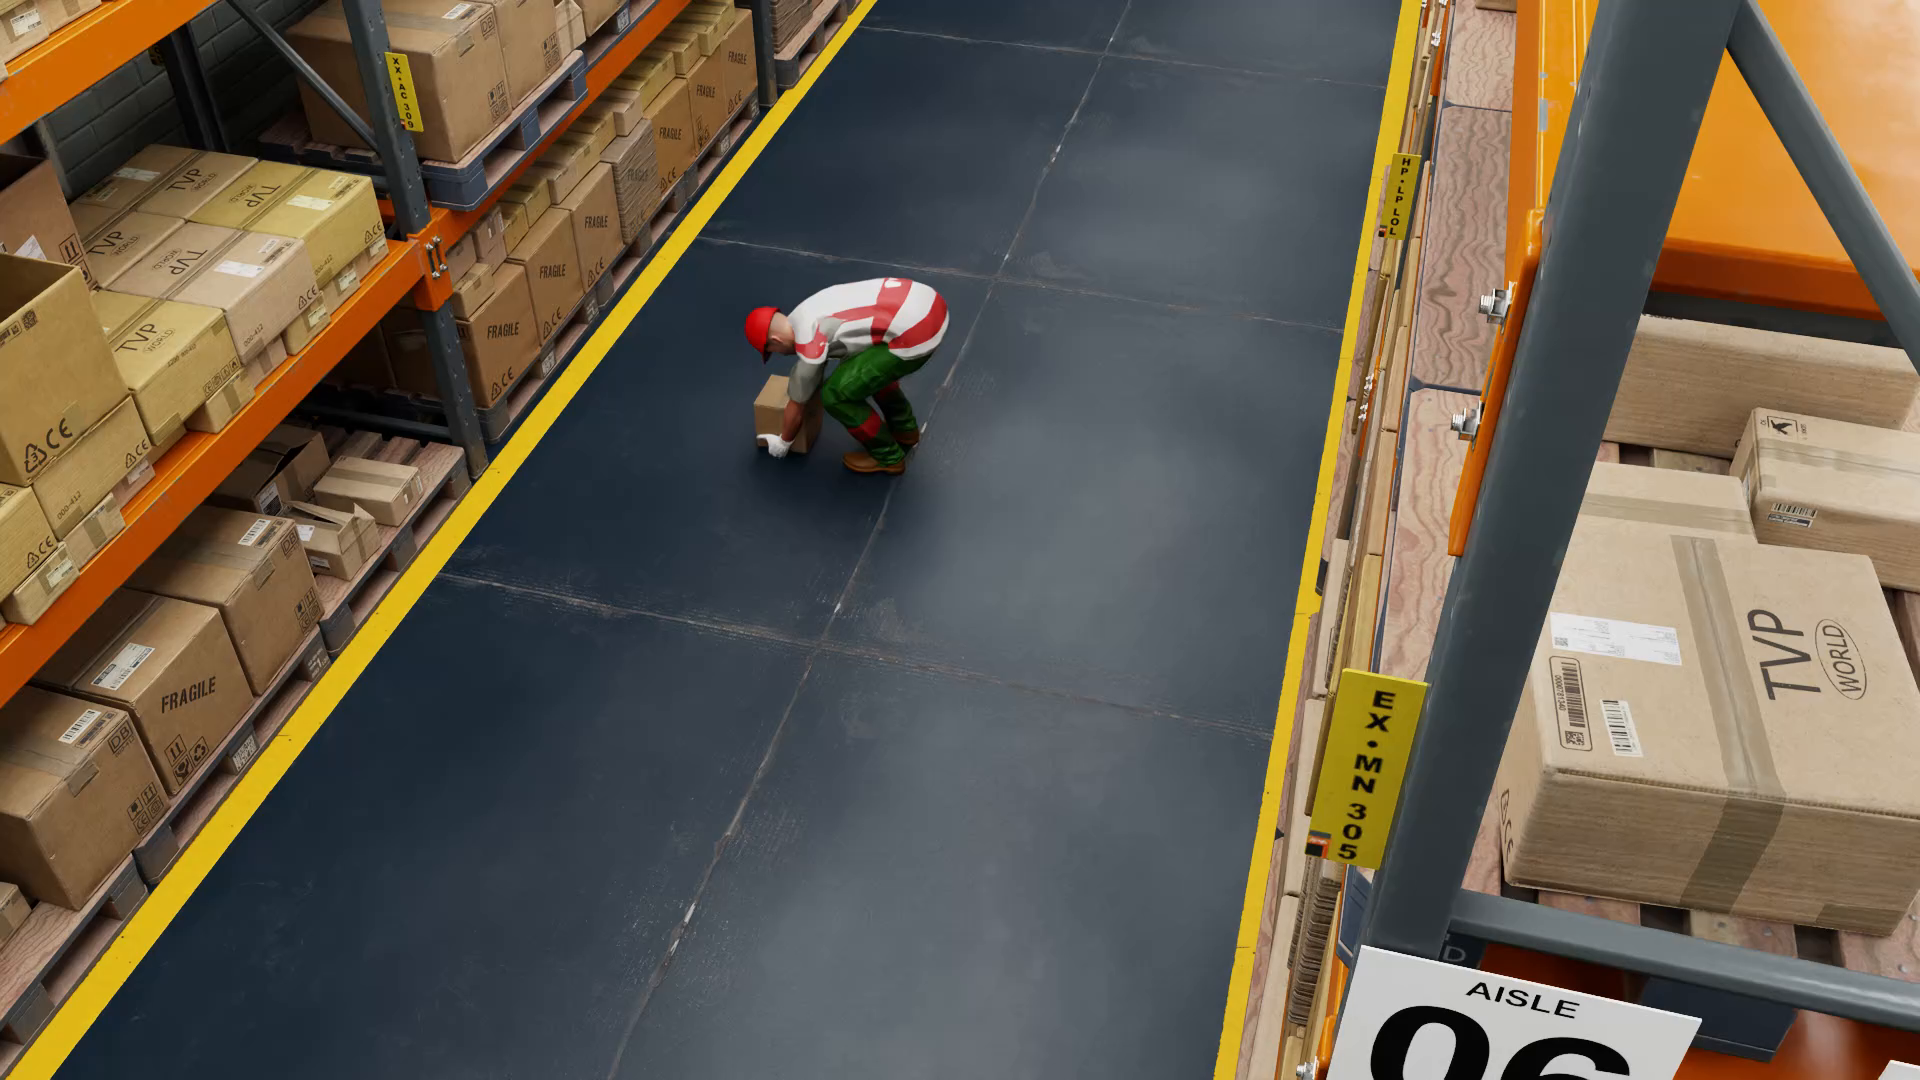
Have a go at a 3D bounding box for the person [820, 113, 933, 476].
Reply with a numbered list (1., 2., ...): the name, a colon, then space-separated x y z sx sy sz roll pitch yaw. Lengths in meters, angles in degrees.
1. person: -0.355 -1.081 7.407 0.453 1.777 0.603 8 41 10
